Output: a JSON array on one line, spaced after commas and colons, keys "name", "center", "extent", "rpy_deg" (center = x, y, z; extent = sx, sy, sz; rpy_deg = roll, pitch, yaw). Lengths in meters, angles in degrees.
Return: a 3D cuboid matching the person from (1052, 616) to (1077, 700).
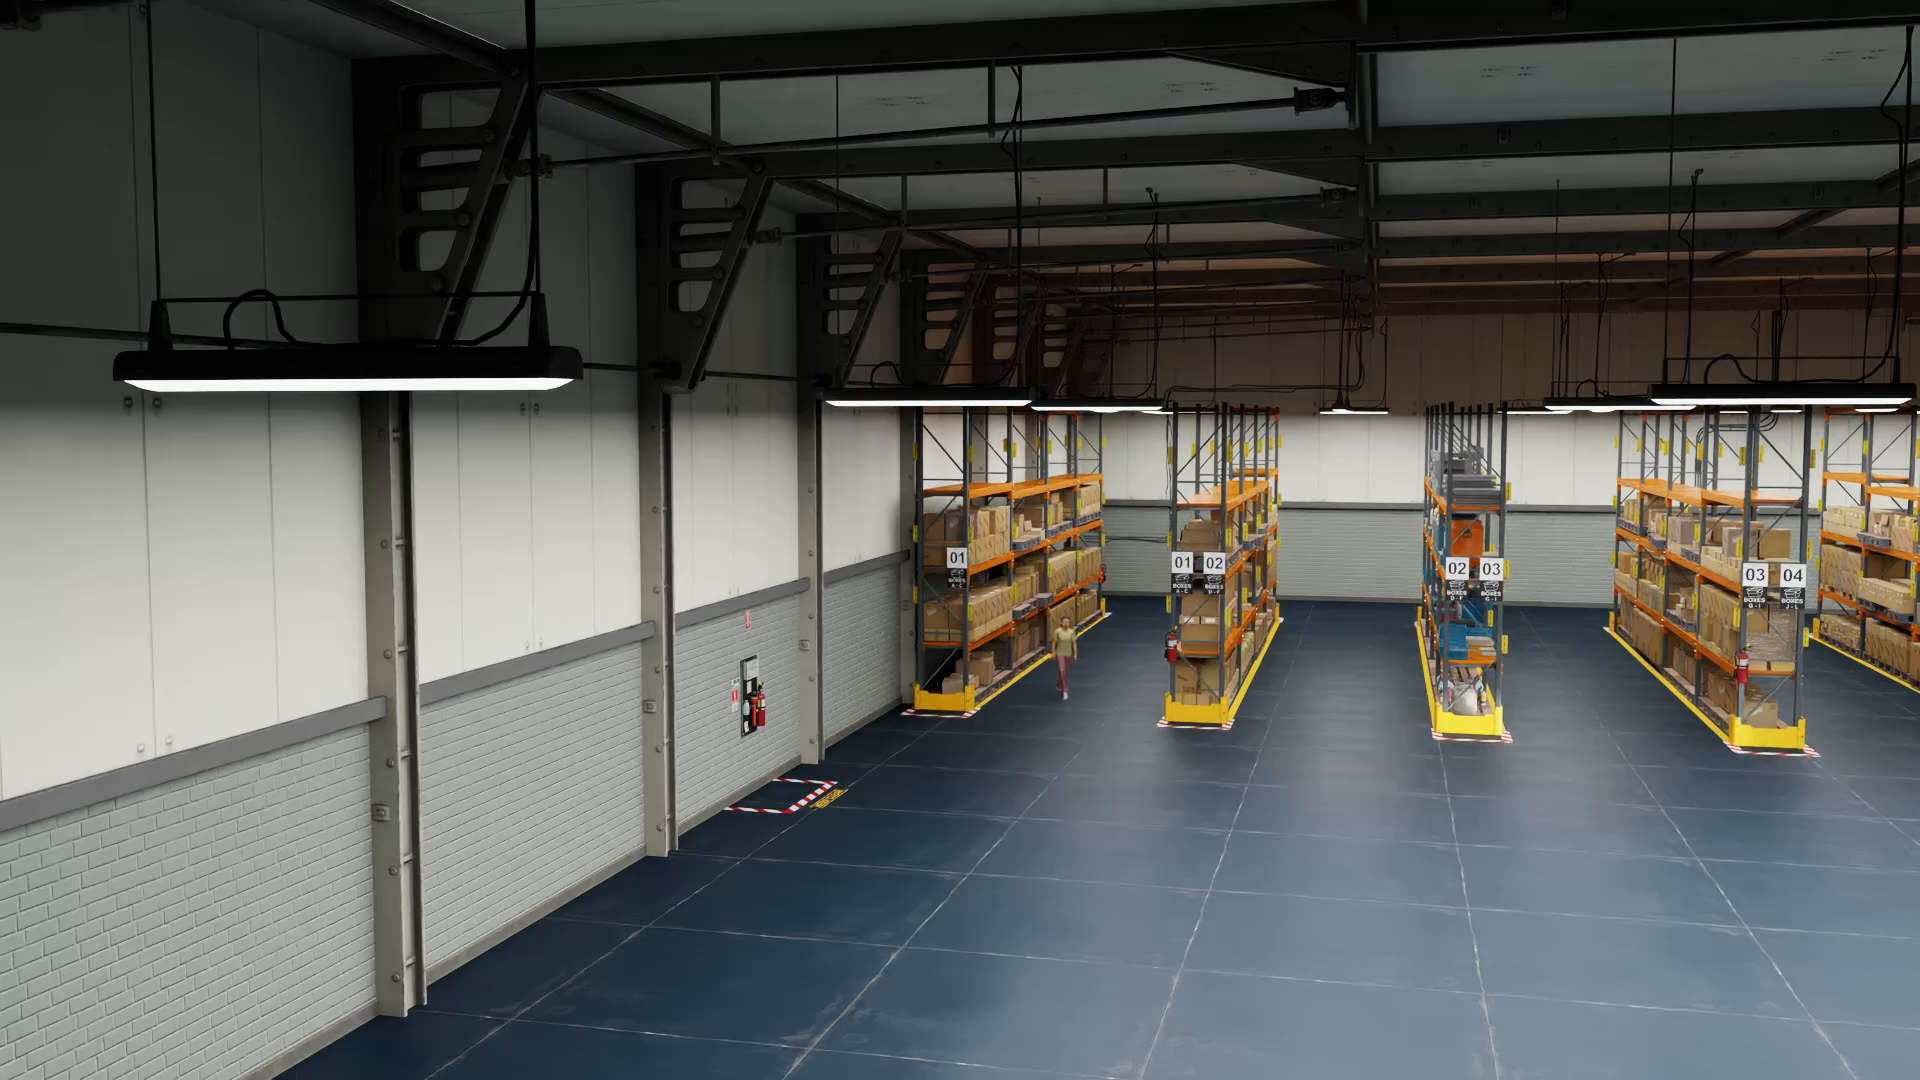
[{"name": "person", "center": [2.155, 2.380, 34.138], "extent": [0.466, 1.659, 0.932], "rpy_deg": [-1, 4, -18]}]
